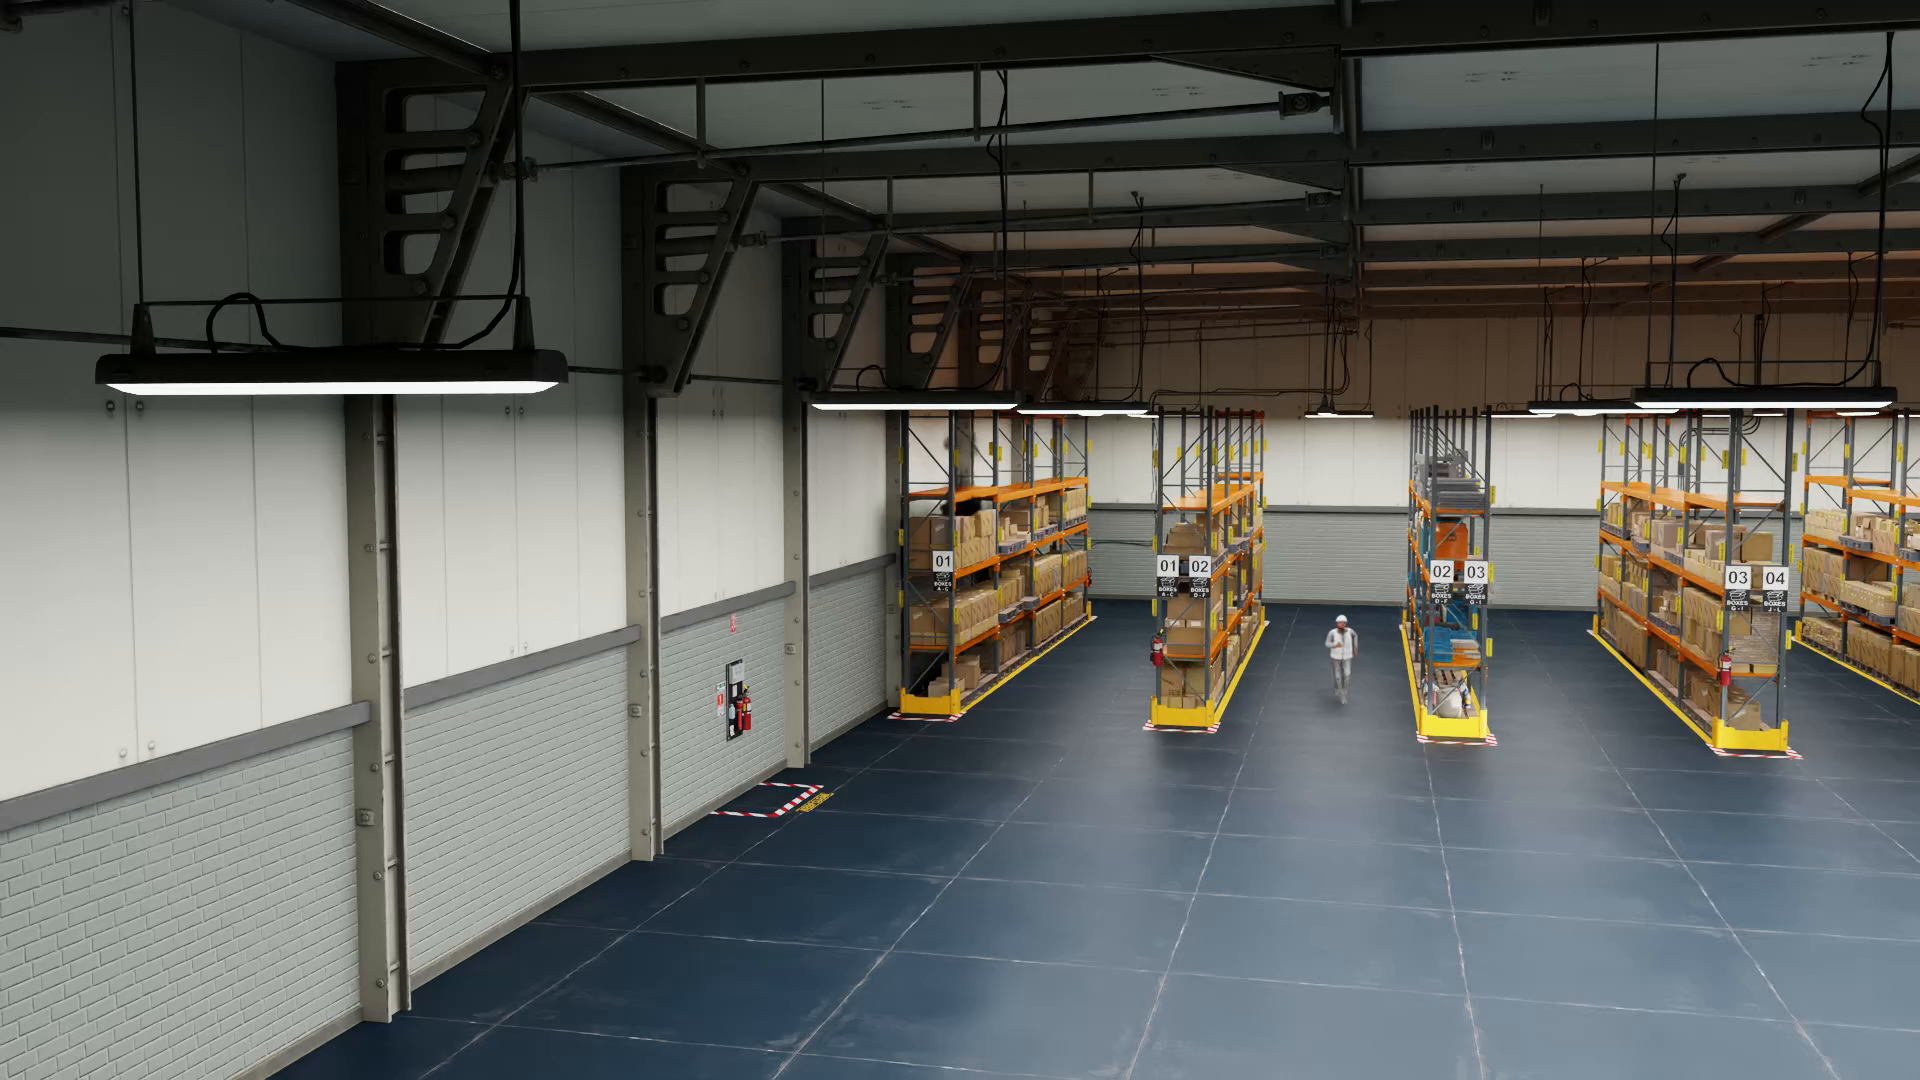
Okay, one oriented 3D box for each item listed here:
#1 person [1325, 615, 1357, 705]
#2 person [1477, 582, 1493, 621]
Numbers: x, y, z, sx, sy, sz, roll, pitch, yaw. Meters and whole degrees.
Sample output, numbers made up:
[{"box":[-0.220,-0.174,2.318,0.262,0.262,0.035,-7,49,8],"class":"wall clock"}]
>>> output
[{"box":[7.759,2.419,33.863,0.678,1.815,0.851,0,4,4],"class":"person"},{"box":[14.987,1.549,47.759,0.654,1.551,0.575,3,5,33],"class":"person"}]
